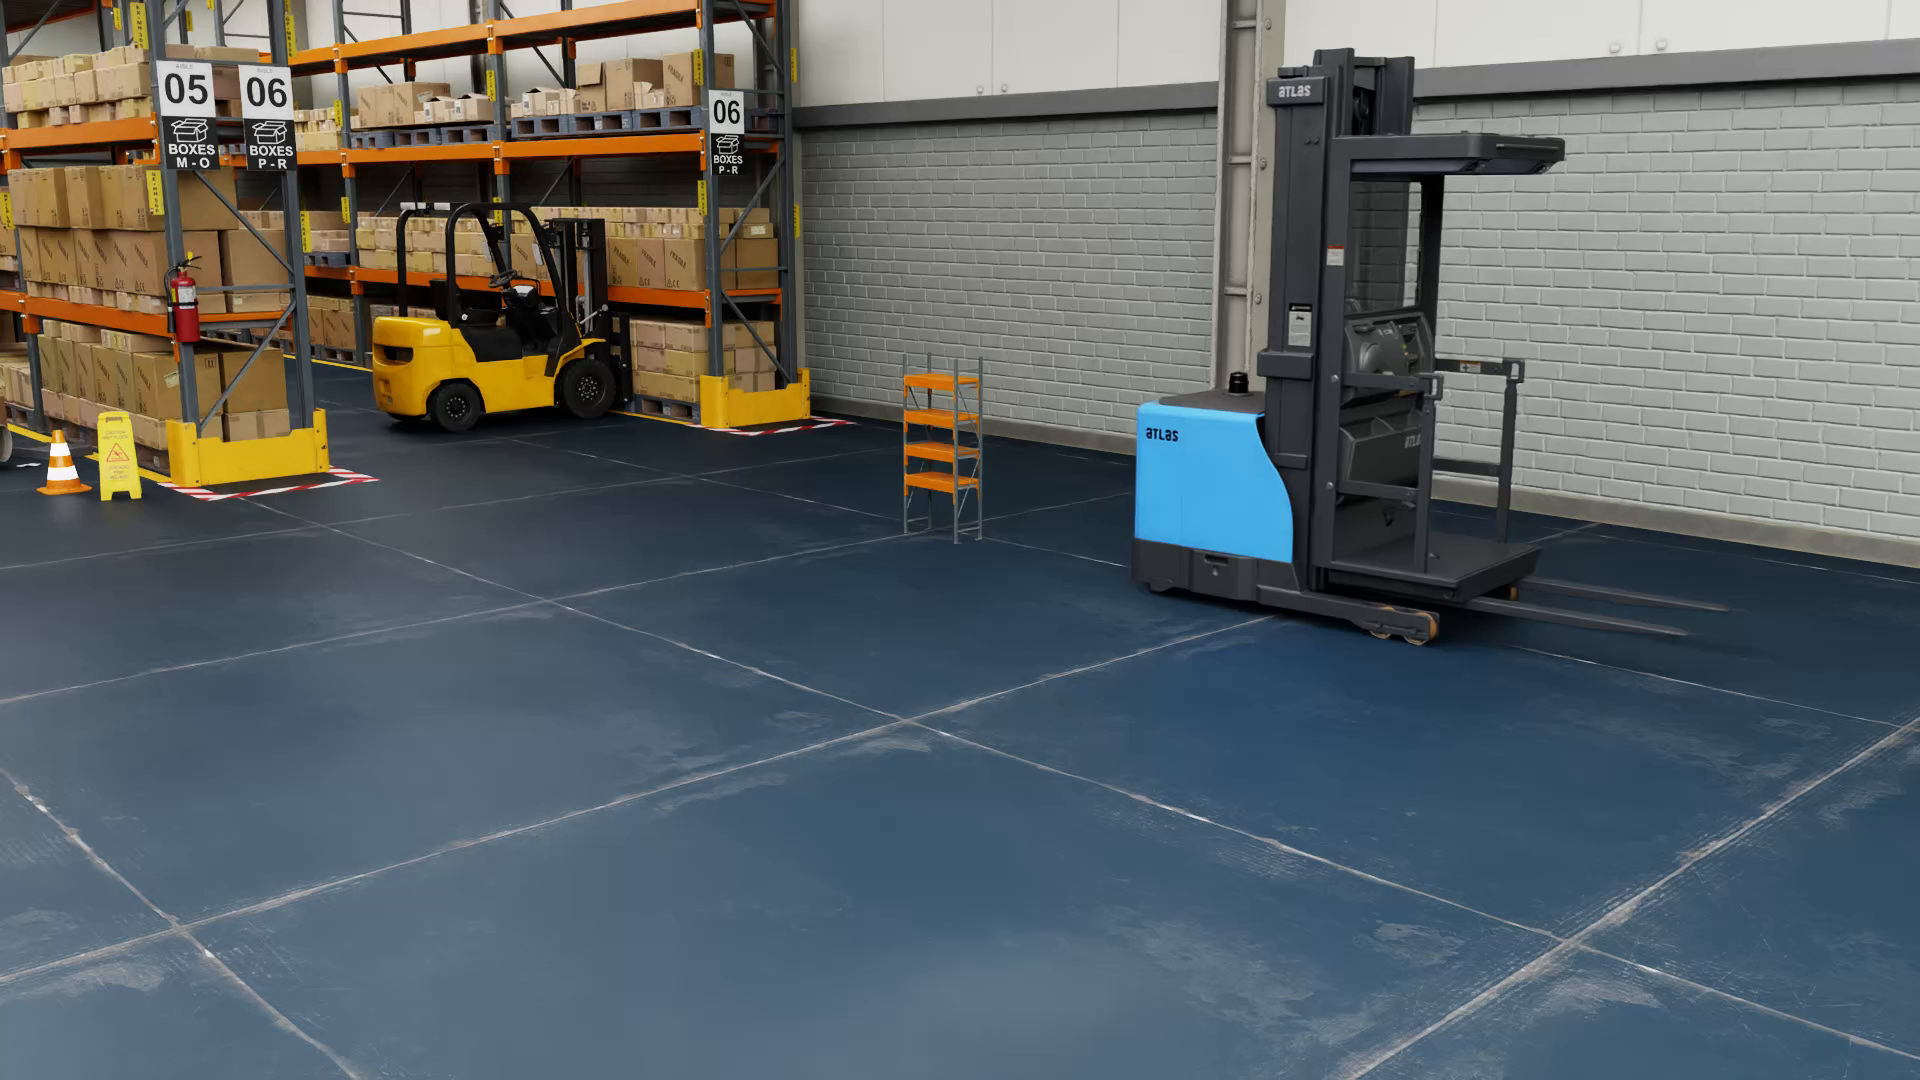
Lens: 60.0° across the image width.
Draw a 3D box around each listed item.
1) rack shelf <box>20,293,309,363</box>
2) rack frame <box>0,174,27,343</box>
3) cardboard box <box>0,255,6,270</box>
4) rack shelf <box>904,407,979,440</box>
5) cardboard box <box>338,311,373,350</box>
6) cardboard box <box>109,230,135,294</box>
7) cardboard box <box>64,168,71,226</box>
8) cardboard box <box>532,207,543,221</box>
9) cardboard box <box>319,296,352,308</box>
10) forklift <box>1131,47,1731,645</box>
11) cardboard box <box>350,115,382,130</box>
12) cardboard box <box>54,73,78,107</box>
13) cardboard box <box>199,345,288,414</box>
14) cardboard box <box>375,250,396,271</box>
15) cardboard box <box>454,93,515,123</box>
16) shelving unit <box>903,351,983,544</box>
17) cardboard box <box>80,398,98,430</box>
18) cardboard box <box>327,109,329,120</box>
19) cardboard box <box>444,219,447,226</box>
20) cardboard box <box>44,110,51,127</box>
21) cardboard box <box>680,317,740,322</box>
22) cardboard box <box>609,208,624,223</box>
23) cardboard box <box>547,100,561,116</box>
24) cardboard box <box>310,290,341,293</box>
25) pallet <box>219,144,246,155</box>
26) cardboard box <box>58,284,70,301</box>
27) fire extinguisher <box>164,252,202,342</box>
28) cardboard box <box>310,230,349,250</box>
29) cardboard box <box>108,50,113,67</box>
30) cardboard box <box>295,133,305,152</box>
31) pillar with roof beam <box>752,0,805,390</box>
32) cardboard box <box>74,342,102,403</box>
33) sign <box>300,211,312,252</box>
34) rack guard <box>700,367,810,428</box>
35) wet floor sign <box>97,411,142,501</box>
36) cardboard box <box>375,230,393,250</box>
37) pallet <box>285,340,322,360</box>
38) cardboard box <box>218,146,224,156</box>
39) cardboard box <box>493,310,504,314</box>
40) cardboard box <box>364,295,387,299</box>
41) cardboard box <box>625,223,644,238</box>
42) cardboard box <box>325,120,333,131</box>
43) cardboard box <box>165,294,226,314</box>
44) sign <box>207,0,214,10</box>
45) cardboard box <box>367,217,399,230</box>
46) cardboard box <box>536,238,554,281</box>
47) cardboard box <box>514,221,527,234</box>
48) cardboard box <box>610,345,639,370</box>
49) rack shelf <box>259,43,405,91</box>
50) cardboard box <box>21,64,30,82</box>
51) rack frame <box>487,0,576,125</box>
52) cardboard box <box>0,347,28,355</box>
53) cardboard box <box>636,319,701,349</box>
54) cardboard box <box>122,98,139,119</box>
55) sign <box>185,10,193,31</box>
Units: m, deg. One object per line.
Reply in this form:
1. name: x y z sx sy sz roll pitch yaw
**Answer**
1. rack shelf: -7.024 -1.907 14.518 1.077 0.370 4.000 -11 16 -43
2. rack frame: -11.167 -3.135 18.696 1.000 3.000 0.127 -11 16 -43
3. cardboard box: -9.130 -2.712 16.222 0.250 0.149 0.380 11 16 43
4. rack shelf: -0.114 -0.765 10.876 0.258 0.148 0.480 -11 16 -43
5. cardboard box: -8.028 -2.841 22.420 0.500 0.500 0.500 -10 15 -41
6. cardboard box: -6.559 -2.277 13.545 0.500 0.500 0.500 -11 16 -42
7. cardboard box: -7.168 -2.923 14.205 0.700 0.500 0.500 -11 16 -43
8. cardboard box: -4.553 -3.645 18.578 0.380 0.149 0.250 -11 16 -42
9. cardboard box: -8.615 -3.288 22.985 0.380 0.149 0.250 -10 15 -41
10. forklift: 2.423 -1.028 8.636 3.031 2.935 1.130 10 15 40
11. cardboard box: -7.559 -5.344 21.272 0.380 0.166 0.250 -11 16 -43
12. cardboard box: -7.250 -3.768 13.969 0.500 0.250 0.500 -11 16 -42
13. cardboard box: -6.017 -1.354 13.963 0.500 0.500 0.500 11 16 43
14. cardboard box: -7.107 -3.581 21.232 0.500 0.250 0.500 -11 16 -44
15. cardboard box: -5.494 -4.996 19.224 0.500 0.311 0.500 11 16 43
16. shelving unit: -0.114 -0.612 10.908 0.258 1.200 0.503 -11 16 -43
17. cardboard box: -7.448 -1.133 14.752 0.500 0.250 0.500 -11 16 -43
18. cardboard box: -8.137 -5.626 21.999 0.250 0.149 0.380 11 16 43
19. cardboard box: -5.950 -3.774 19.943 0.250 0.149 0.380 11 16 44
20. cardboard box: -7.832 -3.709 14.670 0.380 0.149 0.250 -10 15 -41
21. cardboard box: -2.598 -2.178 17.343 0.500 0.250 0.500 -11 16 -42
22. cardboard box: -3.409 -3.368 17.231 0.380 0.149 0.250 -10 16 -41
23. cardboard box: -4.197 -4.625 17.825 0.380 0.149 0.250 -10 15 -41
24. cardboard box: -9.324 -3.591 24.456 0.250 0.149 0.380 11 16 42
25. pallet: -9.943 -5.683 24.096 1.213 0.211 1.003 -11 16 -43
26. cardboard box: -7.857 -2.233 14.938 0.380 0.149 0.250 -10 15 -41
27. fire extinguisher: -5.897 -1.849 12.644 0.296 0.674 0.183 -11 16 -43
28. cardboard box: -8.543 -4.069 22.557 0.500 0.250 0.500 11 16 42
29. cardboard box: -6.568 -3.835 13.303 0.380 0.149 0.250 -11 16 -42
30. cardboard box: -8.803 -5.411 22.678 0.500 0.250 0.500 -11 16 -43
31. pillar with roof beam: -4.998 -5.226 13.975 9.100 9.000 0.400 -11 16 -43
32. cardboard box: -7.458 -1.502 14.682 0.500 0.500 0.500 -10 15 -40
33. sign: -5.250 -2.467 13.309 0.100 0.325 0.005 -11 16 -43
34. rack guard: -2.039 -1.432 16.624 1.175 0.500 0.348 -11 16 -43
35. wet floor sign: -6.285 -0.638 12.408 0.267 0.644 0.232 -5 13 -23
36. cardboard box: -7.105 -3.827 21.186 0.500 0.250 0.500 -10 15 -41
37. pallet: -8.907 -2.754 23.756 1.003 0.211 1.213 -11 16 -43
38. cardboard box: -10.804 -5.769 24.667 0.380 0.149 0.250 -11 16 -43
39. cardboard box: -5.716 -2.475 20.337 0.875 0.625 0.625 -11 16 -43
40. cardboard box: -8.109 -3.314 23.109 0.380 0.149 0.250 -11 16 -42
41. cardboard box: -3.212 -3.188 17.096 0.250 0.149 0.380 11 16 43
42. cardboard box: -8.164 -5.477 22.013 0.250 0.149 0.380 11 16 44
43. cardboard box: -6.056 -1.869 13.175 0.380 0.149 0.250 -10 15 -41
44. sign: -10.748 -7.773 23.828 0.100 0.325 0.005 -11 16 -43
45. cardboard box: -7.388 -4.068 21.367 0.380 0.149 0.250 -10 16 -41
46. cardboard box: -4.328 -3.118 18.364 0.500 0.500 0.500 -11 16 -42
47. cardboard box: -4.788 -3.527 18.743 0.380 0.149 0.250 -11 16 -43
48. cardboard box: -3.328 -1.938 17.421 0.500 0.250 0.500 -11 16 -44
49. rack shelf: -8.961 -6.509 22.980 1.077 0.370 4.000 -11 16 -43
50. cardboard box: -8.047 -4.123 14.703 0.250 0.149 0.380 11 16 43
51. rack frame: -4.818 -6.182 18.617 1.000 3.000 0.127 -11 16 -43
52. cardboard box: -10.269 -1.864 17.994 0.950 0.372 0.625 -11 16 -44
53. cardboard box: -2.956 -2.106 16.996 0.500 0.250 0.500 -11 16 -42
54. cardboard box: -6.287 -3.359 12.969 0.380 0.149 0.250 -11 16 -42
55. sign: -12.689 -8.543 27.368 0.100 0.325 0.005 -11 16 -43
